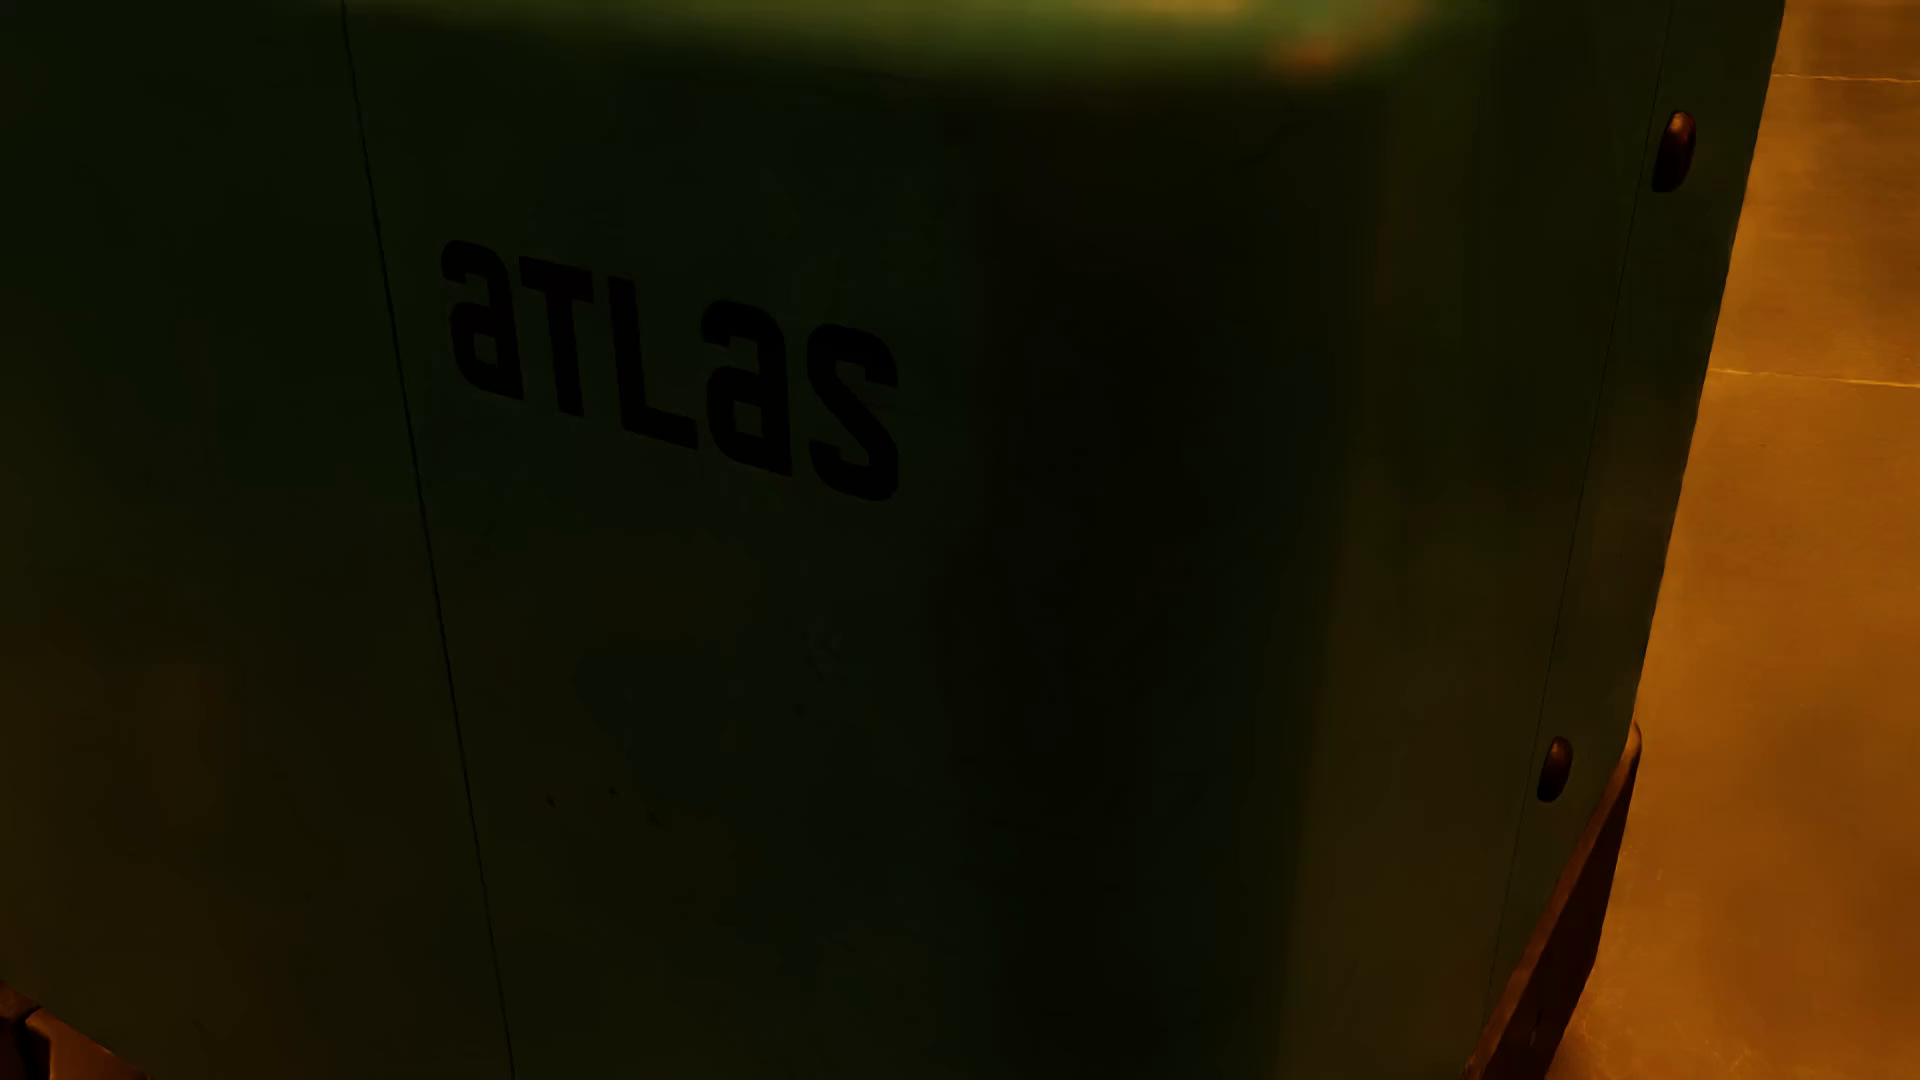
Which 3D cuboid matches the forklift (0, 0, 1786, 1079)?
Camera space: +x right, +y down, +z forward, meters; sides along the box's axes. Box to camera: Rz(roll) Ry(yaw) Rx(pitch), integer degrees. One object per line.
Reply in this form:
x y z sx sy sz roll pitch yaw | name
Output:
-0.911 -1.055 1.338 3.031 2.935 1.130 16 31 29 | forklift
